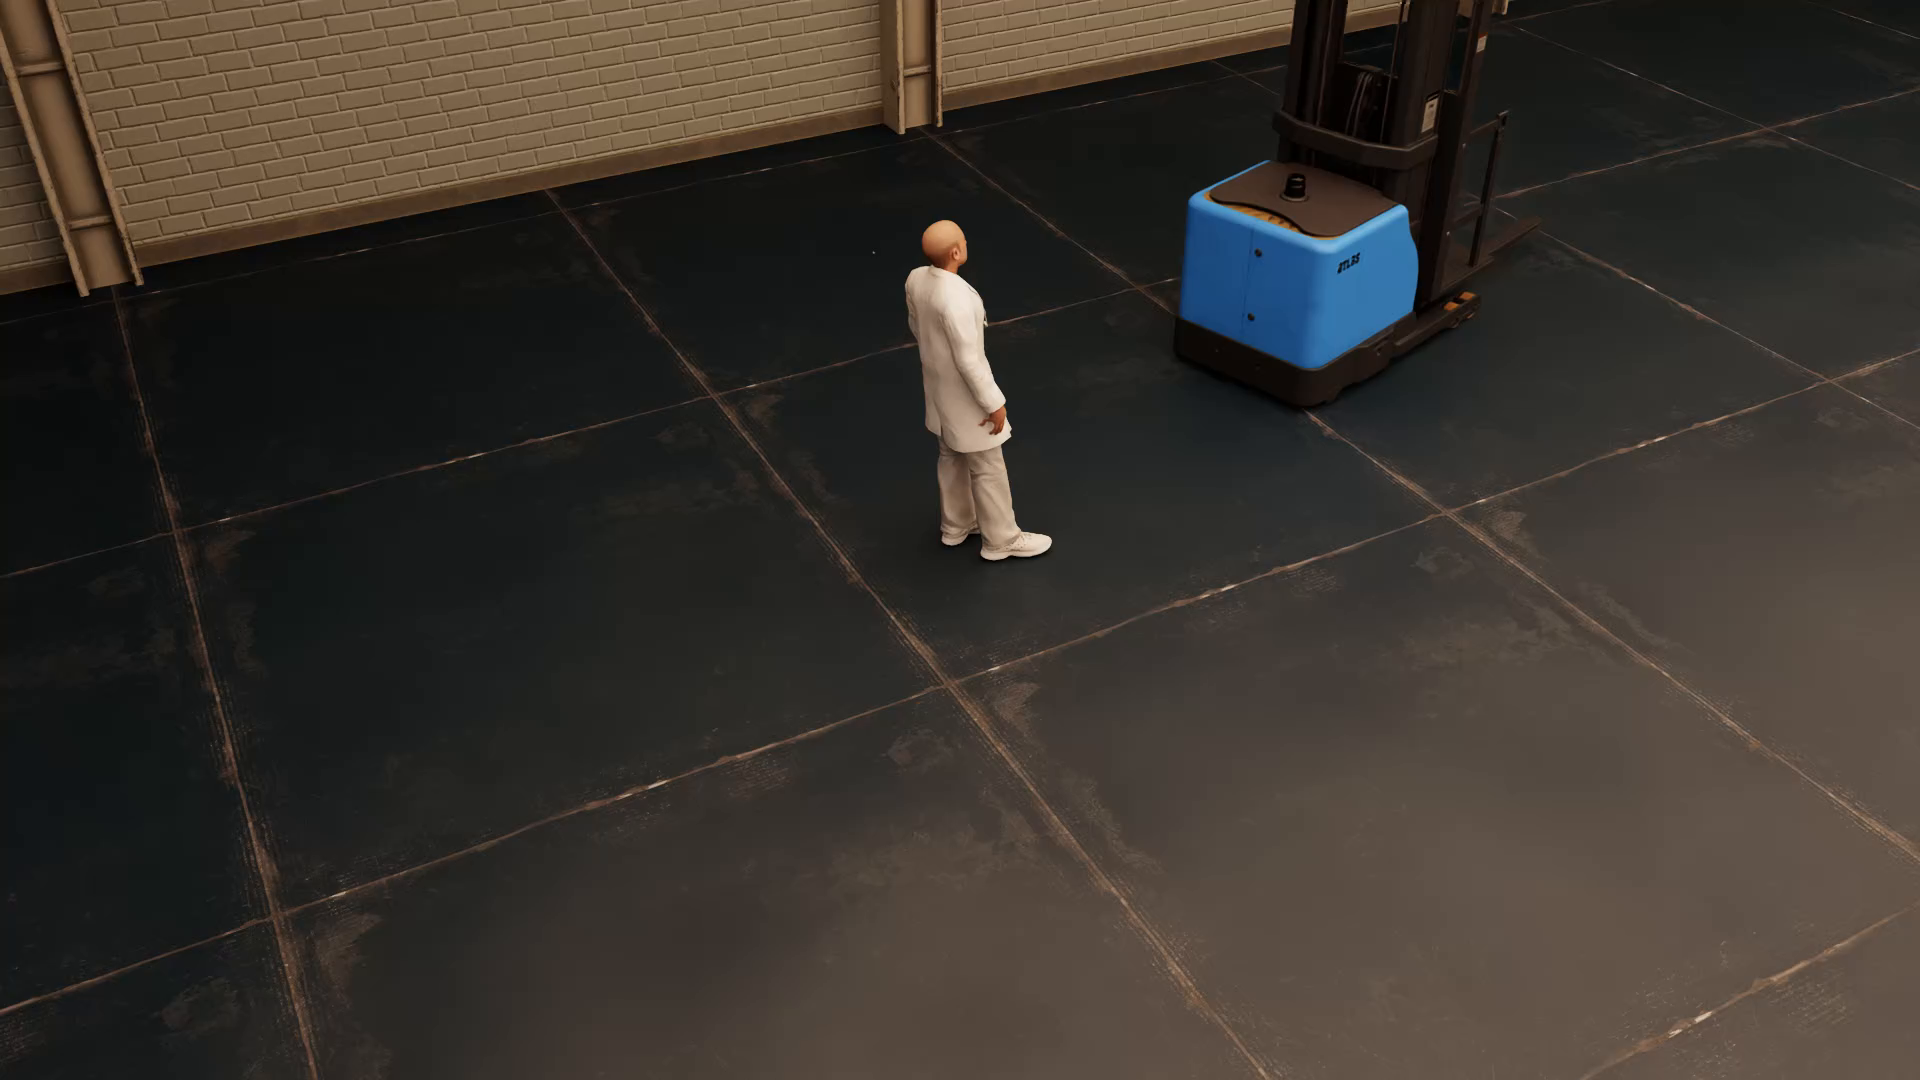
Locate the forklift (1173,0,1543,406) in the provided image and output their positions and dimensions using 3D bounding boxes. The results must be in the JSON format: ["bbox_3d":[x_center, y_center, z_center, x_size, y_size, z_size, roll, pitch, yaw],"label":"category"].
[{"bbox_3d":[2.697,-2.724,9.977,1.130,2.935,3.031,29,45,35],"label":"forklift"}]

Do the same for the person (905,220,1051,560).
[{"bbox_3d":[0.083,-0.755,8.177,0.578,1.778,0.696,-17,39,-23],"label":"person"}]
